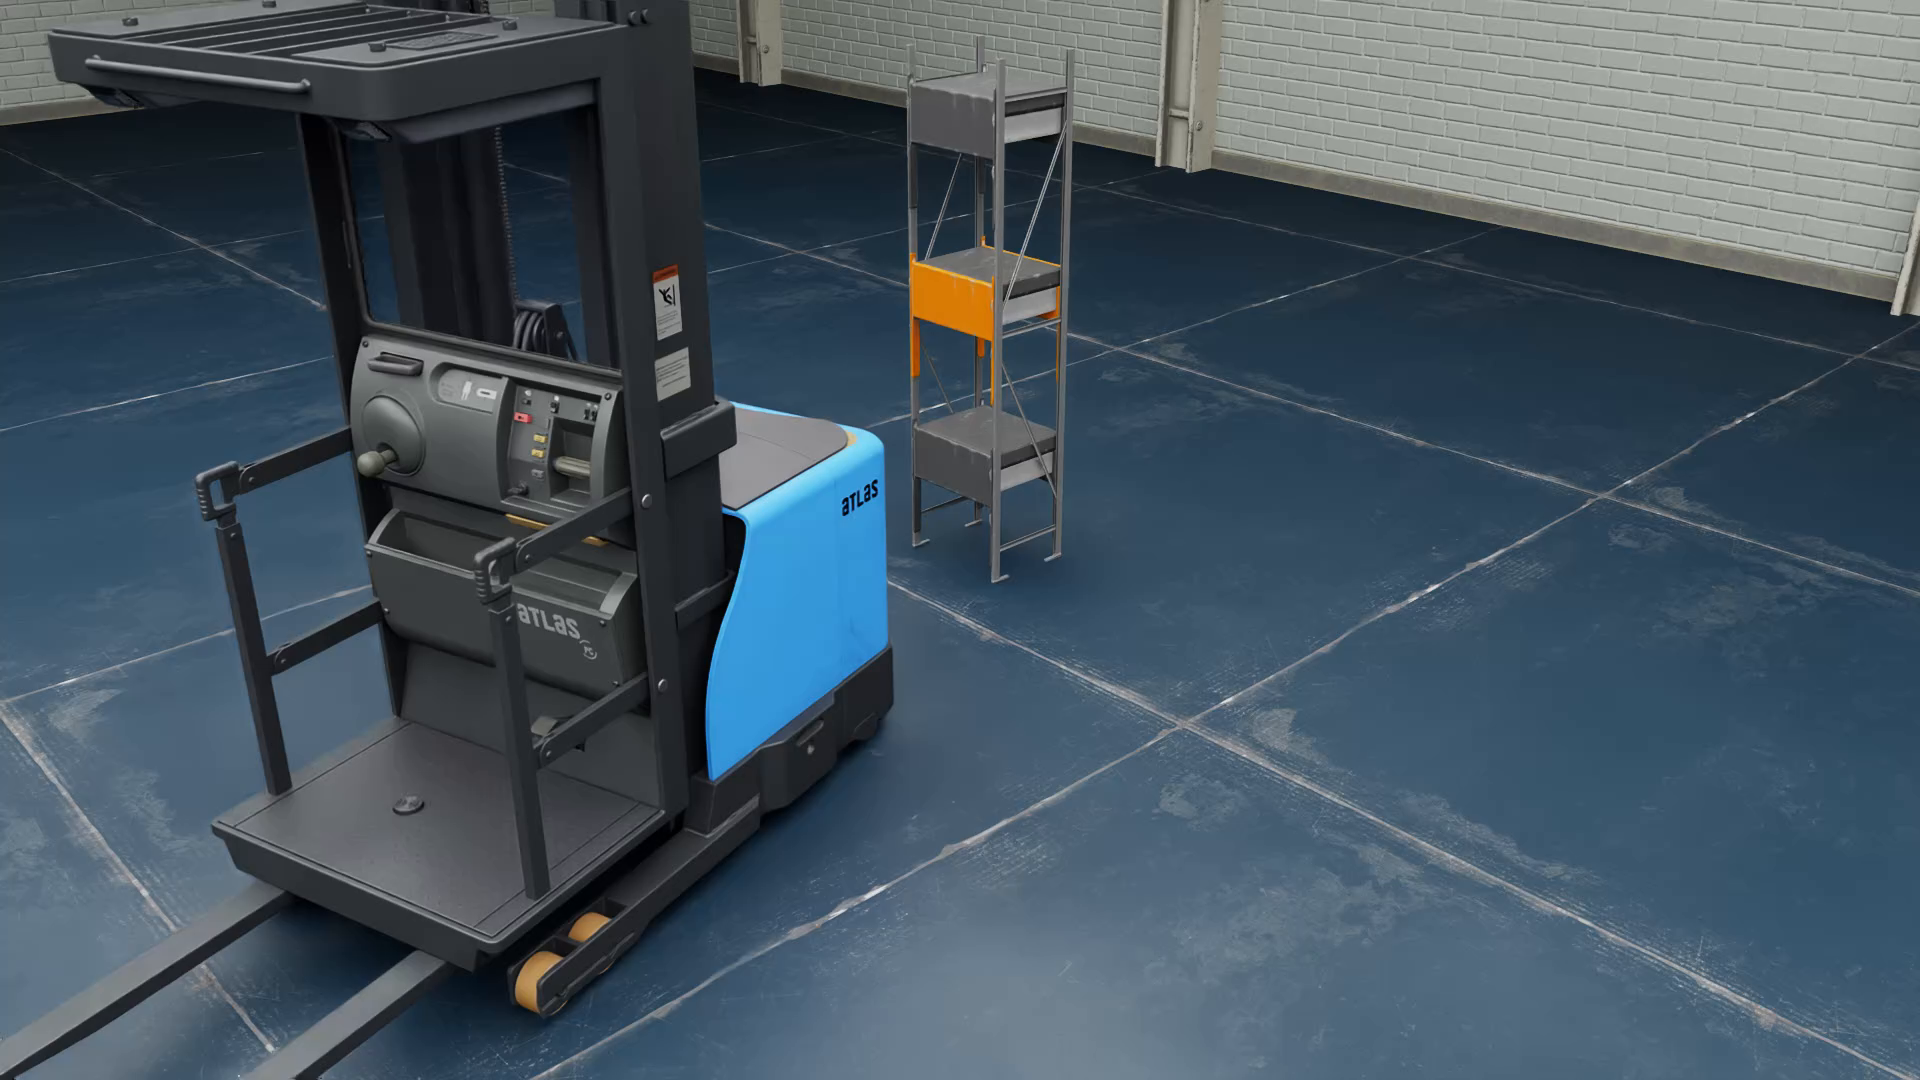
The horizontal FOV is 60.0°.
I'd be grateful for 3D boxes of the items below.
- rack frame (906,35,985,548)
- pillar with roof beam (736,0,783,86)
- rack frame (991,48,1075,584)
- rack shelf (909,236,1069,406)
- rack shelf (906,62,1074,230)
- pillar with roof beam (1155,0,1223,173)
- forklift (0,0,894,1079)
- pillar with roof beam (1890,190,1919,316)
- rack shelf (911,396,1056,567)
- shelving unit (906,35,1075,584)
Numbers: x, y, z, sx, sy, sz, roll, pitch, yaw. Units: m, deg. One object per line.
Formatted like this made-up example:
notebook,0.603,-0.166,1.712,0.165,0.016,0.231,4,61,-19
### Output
rack frame,-0.054,-0.979,6.866,0.400,2.100,0.015,-21,32,-38
pillar with roof beam,-5.321,-7.897,13.719,9.100,9.000,0.400,-21,32,-38
rack frame,0.280,-0.831,6.542,0.400,2.100,0.015,-21,32,-38
rack shelf,0.113,-0.893,6.710,0.431,0.518,0.480,-21,32,-38
rack shelf,0.113,-1.530,6.419,0.431,0.518,0.480,-21,32,-38
pillar with roof beam,-1.220,-6.080,9.734,9.100,9.000,0.400,-21,32,-38
forklift,-1.401,-0.277,4.326,1.130,2.935,3.031,13,28,27
pillar with roof beam,2.881,-4.262,5.750,9.100,9.000,0.400,-21,32,-38
rack shelf,0.113,-0.256,7.000,0.431,0.518,0.480,-21,32,-38
shelving unit,0.113,-0.905,6.704,0.431,2.100,0.503,-21,32,-38
